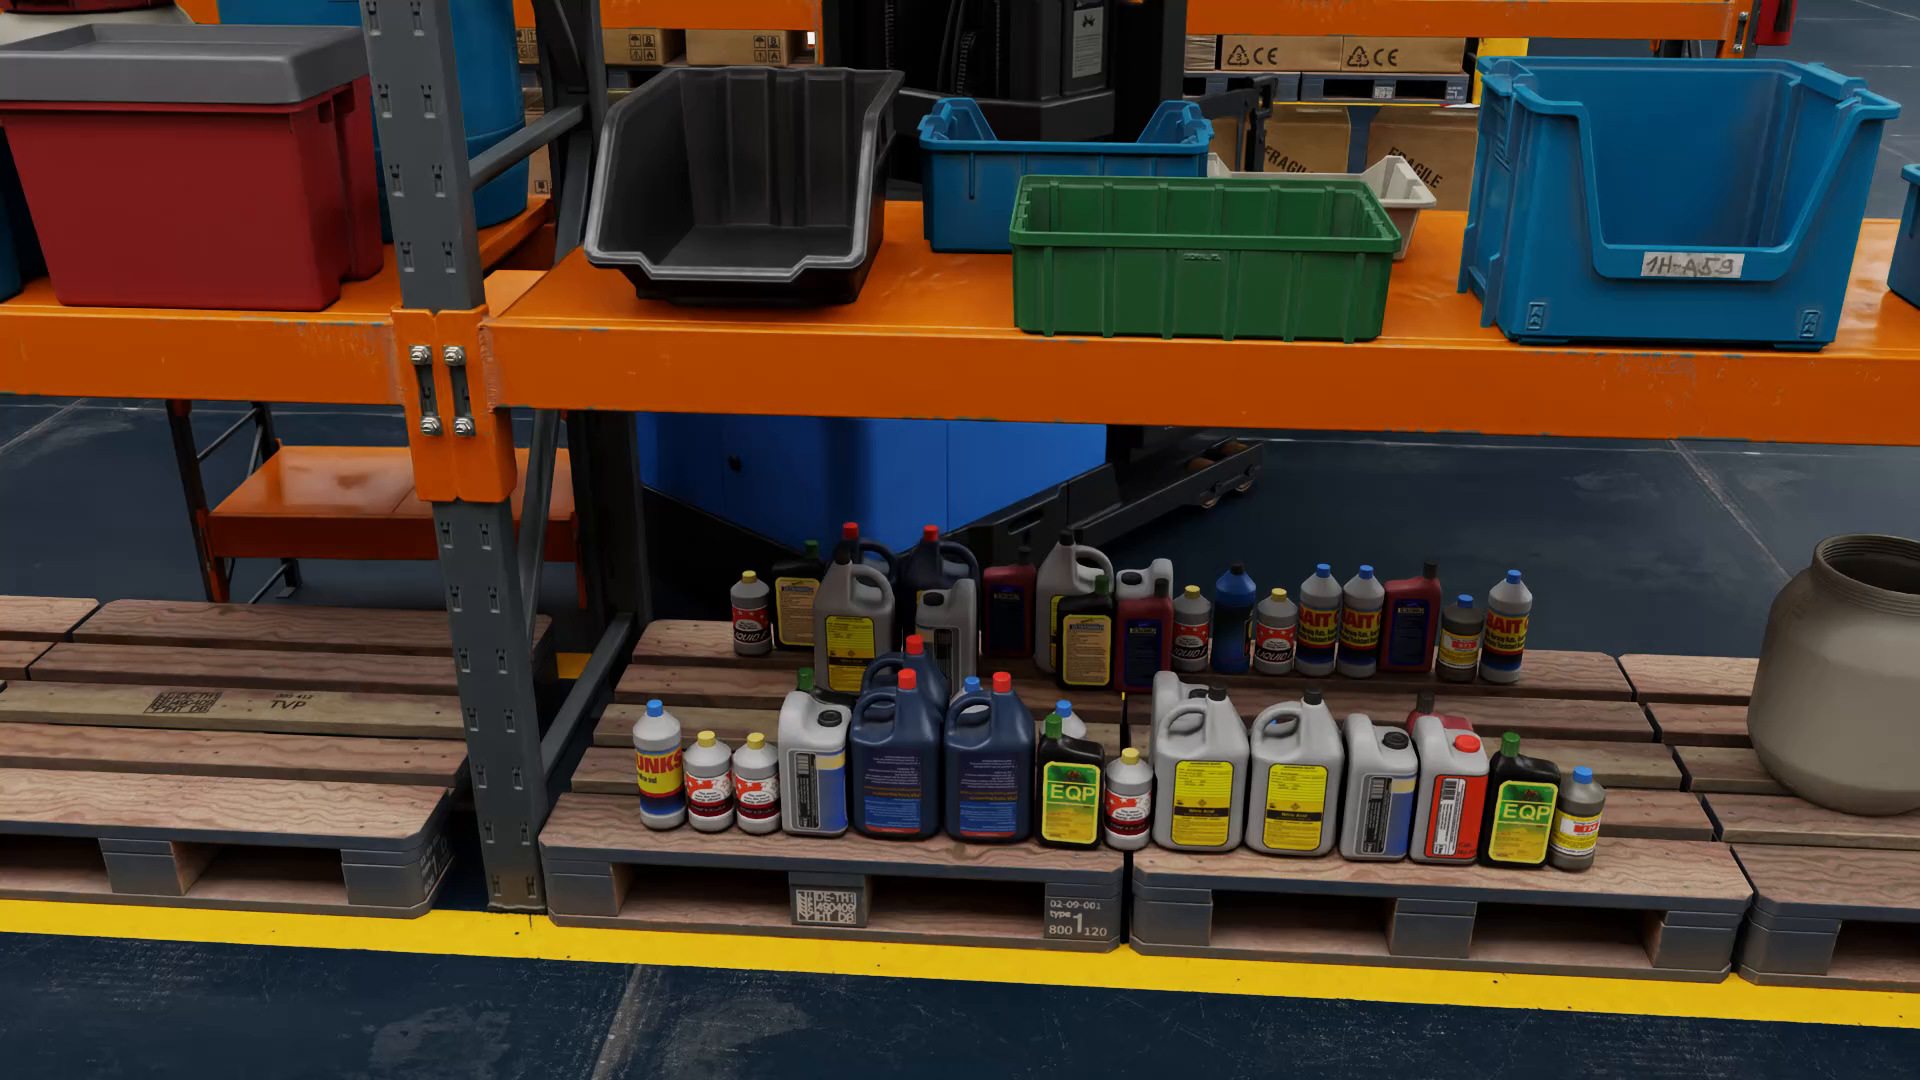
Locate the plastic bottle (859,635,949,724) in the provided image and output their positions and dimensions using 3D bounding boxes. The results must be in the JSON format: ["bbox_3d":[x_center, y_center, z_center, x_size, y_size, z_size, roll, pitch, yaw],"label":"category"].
[{"bbox_3d":[-0.117,0.363,3.516,0.185,0.351,0.144,2,25,4],"label":"plastic bottle"}]

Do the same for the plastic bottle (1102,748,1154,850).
[{"bbox_3d":[0.340,0.515,3.363,0.097,0.201,0.097,0,25,0],"label":"plastic bottle"}]

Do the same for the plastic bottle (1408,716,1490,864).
[{"bbox_3d":[0.973,0.490,3.328,0.135,0.276,0.152,2,25,4],"label":"plastic bottle"}]

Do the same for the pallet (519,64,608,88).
[{"bbox_3d":[-3.250,-3.713,13.066,1.213,0.211,1.003,2,25,4],"label":"pallet"}]

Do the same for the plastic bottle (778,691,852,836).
[{"bbox_3d":[-0.293,0.450,3.416,0.135,0.276,0.152,3,25,6],"label":"plastic bottle"}]

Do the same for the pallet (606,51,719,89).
[{"bbox_3d":[-2.037,-3.672,12.978,1.213,0.211,1.003,2,25,4],"label":"pallet"}]

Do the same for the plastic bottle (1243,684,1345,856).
[{"bbox_3d":[0.669,0.448,3.330,0.185,0.351,0.144,3,25,6],"label":"plastic bottle"}]

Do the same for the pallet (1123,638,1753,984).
[{"bbox_3d":[0.985,0.564,3.772,1.213,0.211,1.003,2,25,4],"label":"pallet"}]

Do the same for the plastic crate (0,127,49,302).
[{"bbox_3d":[-2.025,-0.678,3.154,0.575,0.384,0.392,2,25,4],"label":"plastic crate"}]

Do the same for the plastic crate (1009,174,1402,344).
[{"bbox_3d":[0.430,-0.522,3.050,0.662,0.188,0.450,2,25,4],"label":"plastic crate"}]

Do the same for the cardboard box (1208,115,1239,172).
[{"bbox_3d":[1.070,-1.867,8.208,0.500,0.500,0.500,0,25,-1],"label":"cardboard box"}]

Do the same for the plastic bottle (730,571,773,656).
[{"bbox_3d":[-0.516,0.173,4.106,0.097,0.201,0.097,0,25,0],"label":"plastic bottle"}]

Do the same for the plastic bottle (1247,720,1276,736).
[{"bbox_3d":[0.635,0.464,3.474,0.097,0.201,0.097,0,25,0],"label":"plastic bottle"}]

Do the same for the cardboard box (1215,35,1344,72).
[{"bbox_3d":[2.388,-4.027,12.453,0.875,0.875,0.875,1,25,3],"label":"cardboard box"}]

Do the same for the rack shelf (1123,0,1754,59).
[{"bbox_3d":[1.472,-2.453,7.853,4.000,0.370,1.077,2,25,4],"label":"rack shelf"}]

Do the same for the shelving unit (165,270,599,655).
[{"bbox_3d":[-1.482,-0.274,4.500,1.048,1.125,0.538,1,25,2],"label":"shelving unit"}]

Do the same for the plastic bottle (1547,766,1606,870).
[{"bbox_3d":[1.222,0.544,3.301,0.097,0.201,0.097,0,25,0],"label":"plastic bottle"}]

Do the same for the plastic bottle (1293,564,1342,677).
[{"bbox_3d":[0.861,0.186,3.995,0.097,0.271,0.097,0,25,0],"label":"plastic bottle"}]

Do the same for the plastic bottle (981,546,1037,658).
[{"bbox_3d":[0.120,0.149,4.061,0.133,0.283,0.061,3,25,8],"label":"plastic bottle"}]

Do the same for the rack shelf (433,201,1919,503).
[{"bbox_3d":[1.093,-0.389,3.367,4.000,0.370,1.077,2,25,4],"label":"rack shelf"}]

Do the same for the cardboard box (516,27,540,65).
[{"bbox_3d":[-3.430,-4.148,12.865,0.750,0.750,1.050,2,25,3],"label":"cardboard box"}]

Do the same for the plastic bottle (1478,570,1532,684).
[{"bbox_3d":[1.303,0.200,3.964,0.097,0.271,0.097,0,25,0],"label":"plastic bottle"}]

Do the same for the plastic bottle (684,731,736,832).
[{"bbox_3d":[-0.516,0.488,3.423,0.097,0.201,0.097,0,25,0],"label":"plastic bottle"}]

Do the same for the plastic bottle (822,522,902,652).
[{"bbox_3d":[-0.237,0.124,4.034,0.185,0.351,0.144,1,25,3],"label":"plastic bottle"}]

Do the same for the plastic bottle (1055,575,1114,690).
[{"bbox_3d":[0.294,0.215,3.918,0.133,0.283,0.061,2,25,4],"label":"plastic bottle"}]

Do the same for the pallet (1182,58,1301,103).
[{"bbox_3d":[1.930,-3.546,12.704,1.213,0.211,1.003,2,25,4],"label":"pallet"}]

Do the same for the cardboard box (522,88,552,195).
[{"bbox_3d":[-2.165,-1.978,8.424,0.500,0.500,0.700,0,25,-1],"label":"cardboard box"}]

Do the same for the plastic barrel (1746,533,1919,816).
[{"bbox_3d":[1.925,0.283,3.521,0.421,0.512,0.421,0,25,0],"label":"plastic barrel"}]

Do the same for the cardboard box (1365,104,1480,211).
[{"bbox_3d":[2.246,-1.803,8.068,0.500,0.500,0.500,8,26,18],"label":"cardboard box"}]

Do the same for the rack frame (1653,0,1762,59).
[{"bbox_3d":[3.466,-2.716,7.564,0.127,3.000,1.000,2,25,4],"label":"rack frame"}]

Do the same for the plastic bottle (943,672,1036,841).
[{"bbox_3d":[0.060,0.429,3.372,0.185,0.351,0.144,1,25,2],"label":"plastic bottle"}]

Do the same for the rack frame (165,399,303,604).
[{"bbox_3d":[-1.990,-0.281,4.514,0.032,1.125,0.500,1,25,2],"label":"rack frame"}]

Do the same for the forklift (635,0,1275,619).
[{"bbox_3d":[0.373,-1.564,5.143,1.130,2.935,3.031,21,32,38],"label":"forklift"}]

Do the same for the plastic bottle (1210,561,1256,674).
[{"bbox_3d":[0.659,0.179,4.009,0.097,0.271,0.097,0,25,0],"label":"plastic bottle"}]

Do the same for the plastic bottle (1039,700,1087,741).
[{"bbox_3d":[0.209,0.454,3.413,0.097,0.271,0.097,0,25,0],"label":"plastic bottle"}]

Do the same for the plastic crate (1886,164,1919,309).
[{"bbox_3d":[1.918,-0.499,2.923,0.408,0.251,0.499,2,25,4],"label":"plastic crate"}]

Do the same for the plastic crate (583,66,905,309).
[{"bbox_3d":[-0.389,-0.682,3.217,0.504,0.338,0.767,2,25,4],"label":"plastic crate"}]

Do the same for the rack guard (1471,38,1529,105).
[{"bbox_3d":[3.970,-3.644,12.570,0.348,0.500,1.175,2,25,4],"label":"rack guard"}]

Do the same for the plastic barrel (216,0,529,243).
[{"bbox_3d":[-1.263,-1.146,3.552,0.708,0.901,0.600,2,25,4],"label":"plastic barrel"}]

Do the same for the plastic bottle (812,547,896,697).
[{"bbox_3d":[-0.248,0.184,3.903,0.185,0.351,0.144,2,25,4],"label":"plastic bottle"}]

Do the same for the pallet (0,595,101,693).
[{"bbox_3d":[-2.907,0.440,4.041,1.213,0.211,1.003,2,25,4],"label":"pallet"}]

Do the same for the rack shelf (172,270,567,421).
[{"bbox_3d":[-1.482,-0.540,4.378,1.000,0.278,0.538,1,25,2],"label":"rack shelf"}]

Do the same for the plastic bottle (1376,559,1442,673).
[{"bbox_3d":[1.079,0.180,3.994,0.133,0.283,0.061,2,25,5],"label":"plastic bottle"}]

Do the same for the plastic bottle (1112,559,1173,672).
[{"bbox_3d":[0.438,0.182,3.999,0.135,0.276,0.152,2,25,5],"label":"plastic bottle"}]

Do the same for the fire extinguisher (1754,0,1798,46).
[{"bbox_3d":[3.545,-2.485,7.155,0.183,0.674,0.296,2,25,4],"label":"fire extinguisher"}]

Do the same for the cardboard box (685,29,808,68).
[{"bbox_3d":[-1.629,-4.092,12.742,0.750,0.750,1.050,2,25,4],"label":"cardboard box"}]
